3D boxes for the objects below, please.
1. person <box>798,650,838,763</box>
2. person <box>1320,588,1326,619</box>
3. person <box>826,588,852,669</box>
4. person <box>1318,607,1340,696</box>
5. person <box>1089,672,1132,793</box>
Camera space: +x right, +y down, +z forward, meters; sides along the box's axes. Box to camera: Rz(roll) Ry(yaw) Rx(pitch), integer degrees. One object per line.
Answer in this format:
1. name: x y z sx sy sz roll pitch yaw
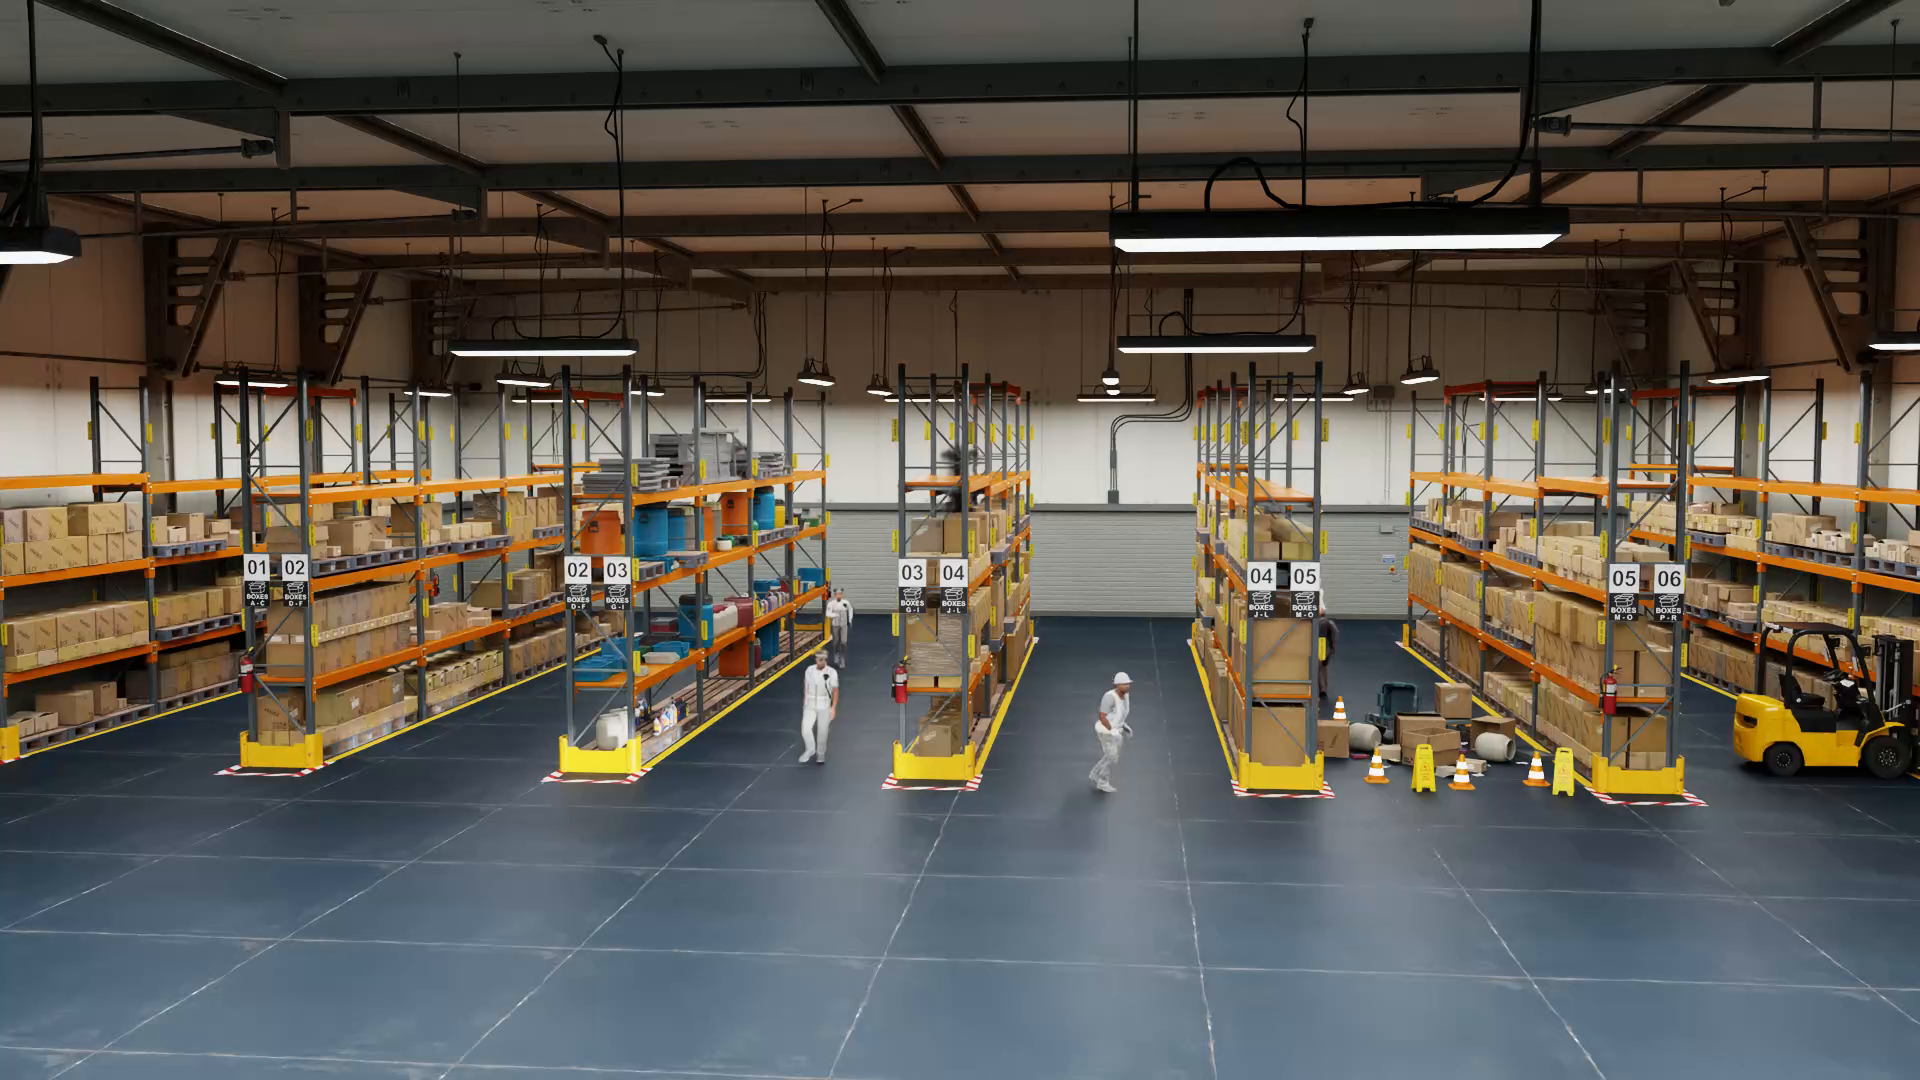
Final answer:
1. person: -2.138 2.505 25.114 0.624 1.737 0.546 0 4 5
2. person: 8.199 1.676 38.263 0.577 1.721 0.962 -2 4 -28
3. person: -2.584 1.874 35.584 0.570 1.745 0.816 0 4 -5
4. person: 6.857 2.142 31.548 0.607 1.739 0.834 0 4 -5
5. person: 2.059 2.668 23.148 0.794 1.707 0.657 2 4 34
